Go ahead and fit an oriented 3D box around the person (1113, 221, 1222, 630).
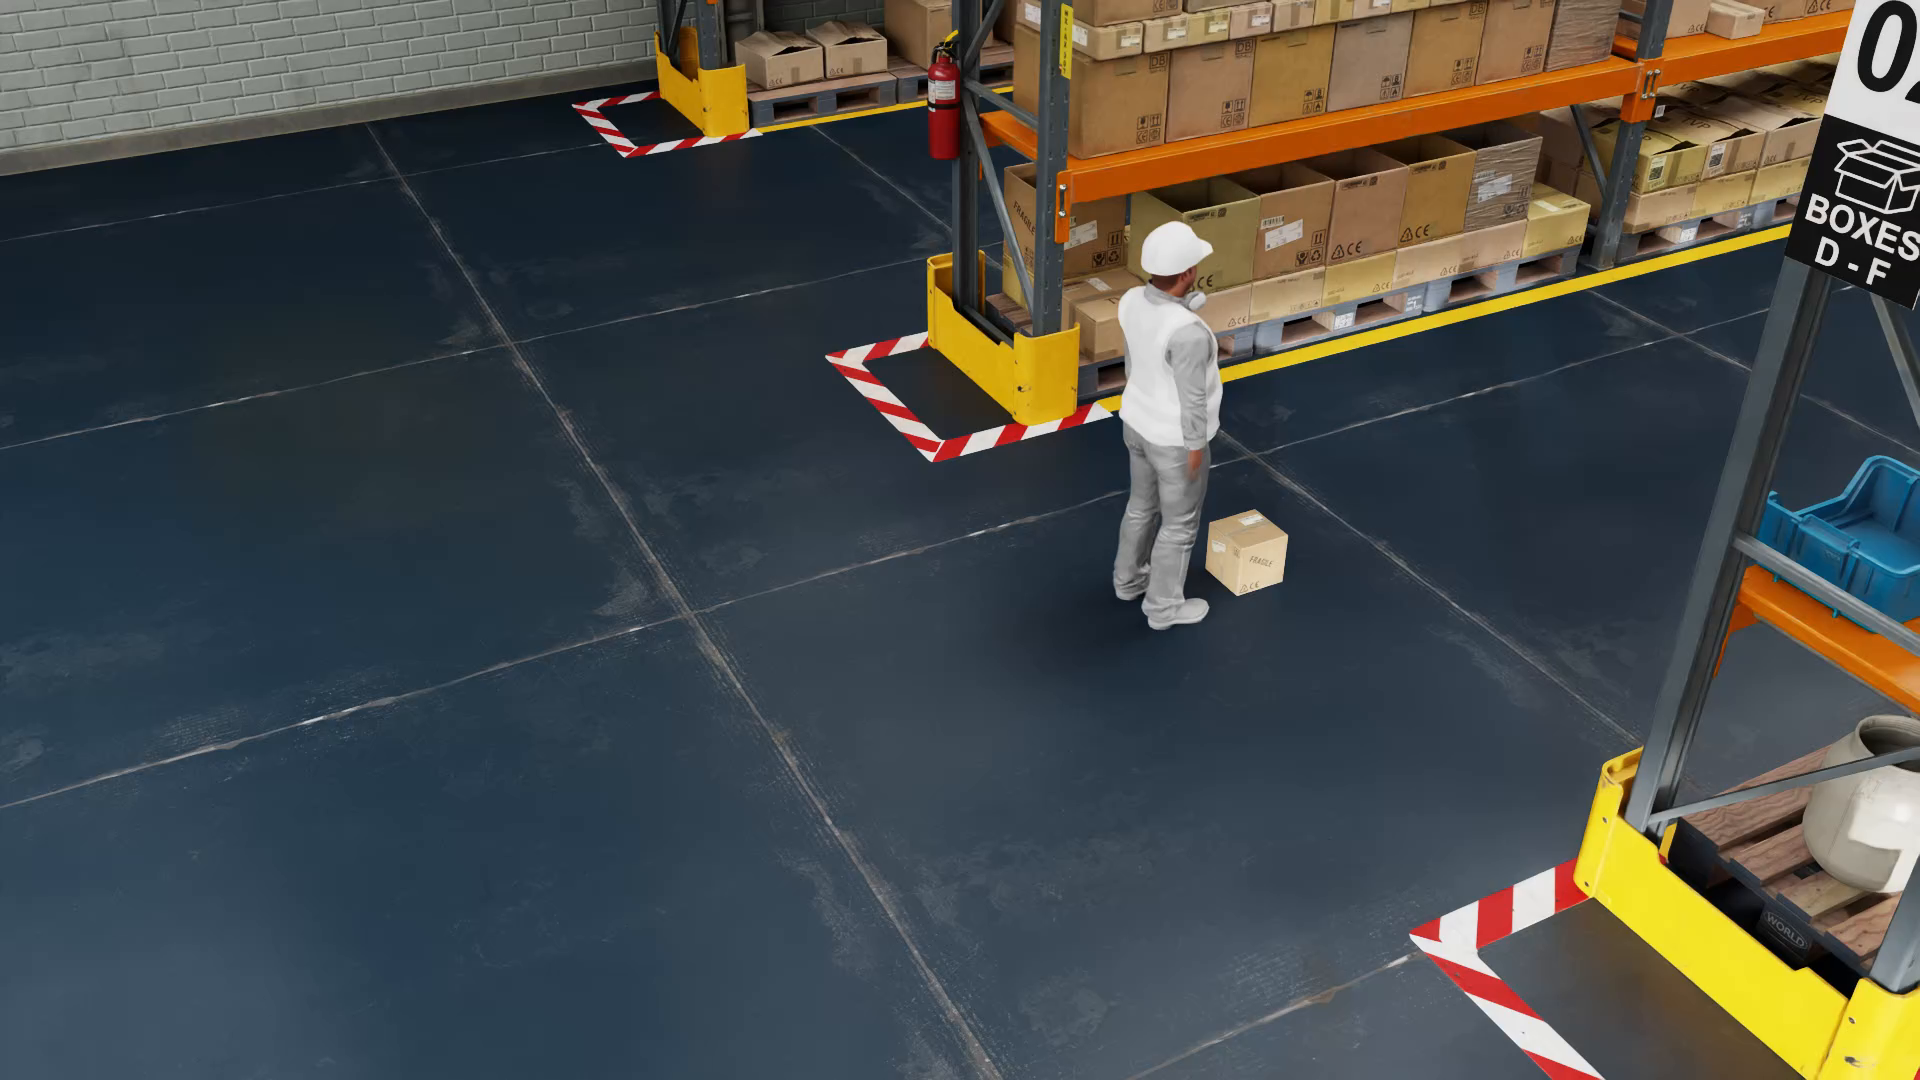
[{"bbox_3d":[0.858,-0.473,6.852,0.348,1.771,0.533,-15,36,-22],"label":"person"}]
